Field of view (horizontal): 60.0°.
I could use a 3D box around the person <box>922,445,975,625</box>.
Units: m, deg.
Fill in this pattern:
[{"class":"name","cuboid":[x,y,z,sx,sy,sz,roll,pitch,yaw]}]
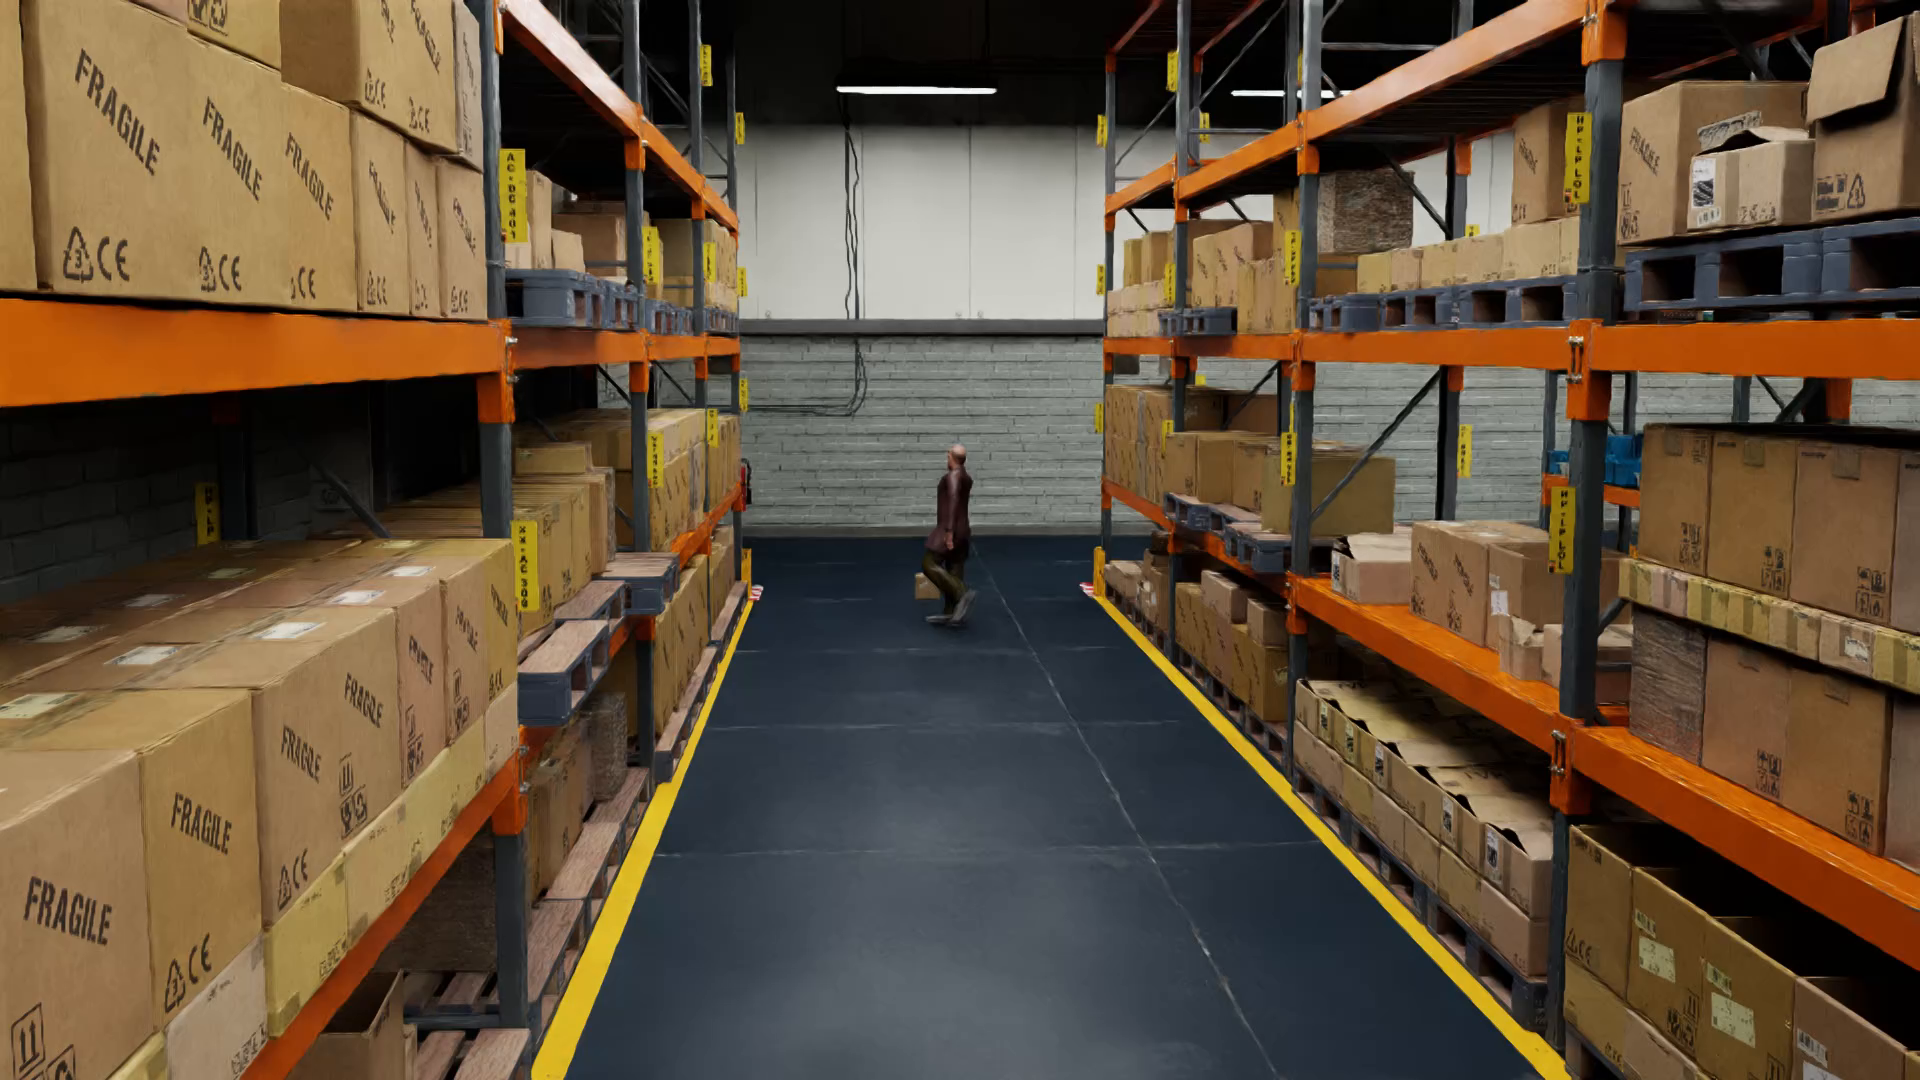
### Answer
[{"class":"person","cuboid":[-0.052,-0.056,16.275,0.556,1.737,0.717,2,7,19]}]
